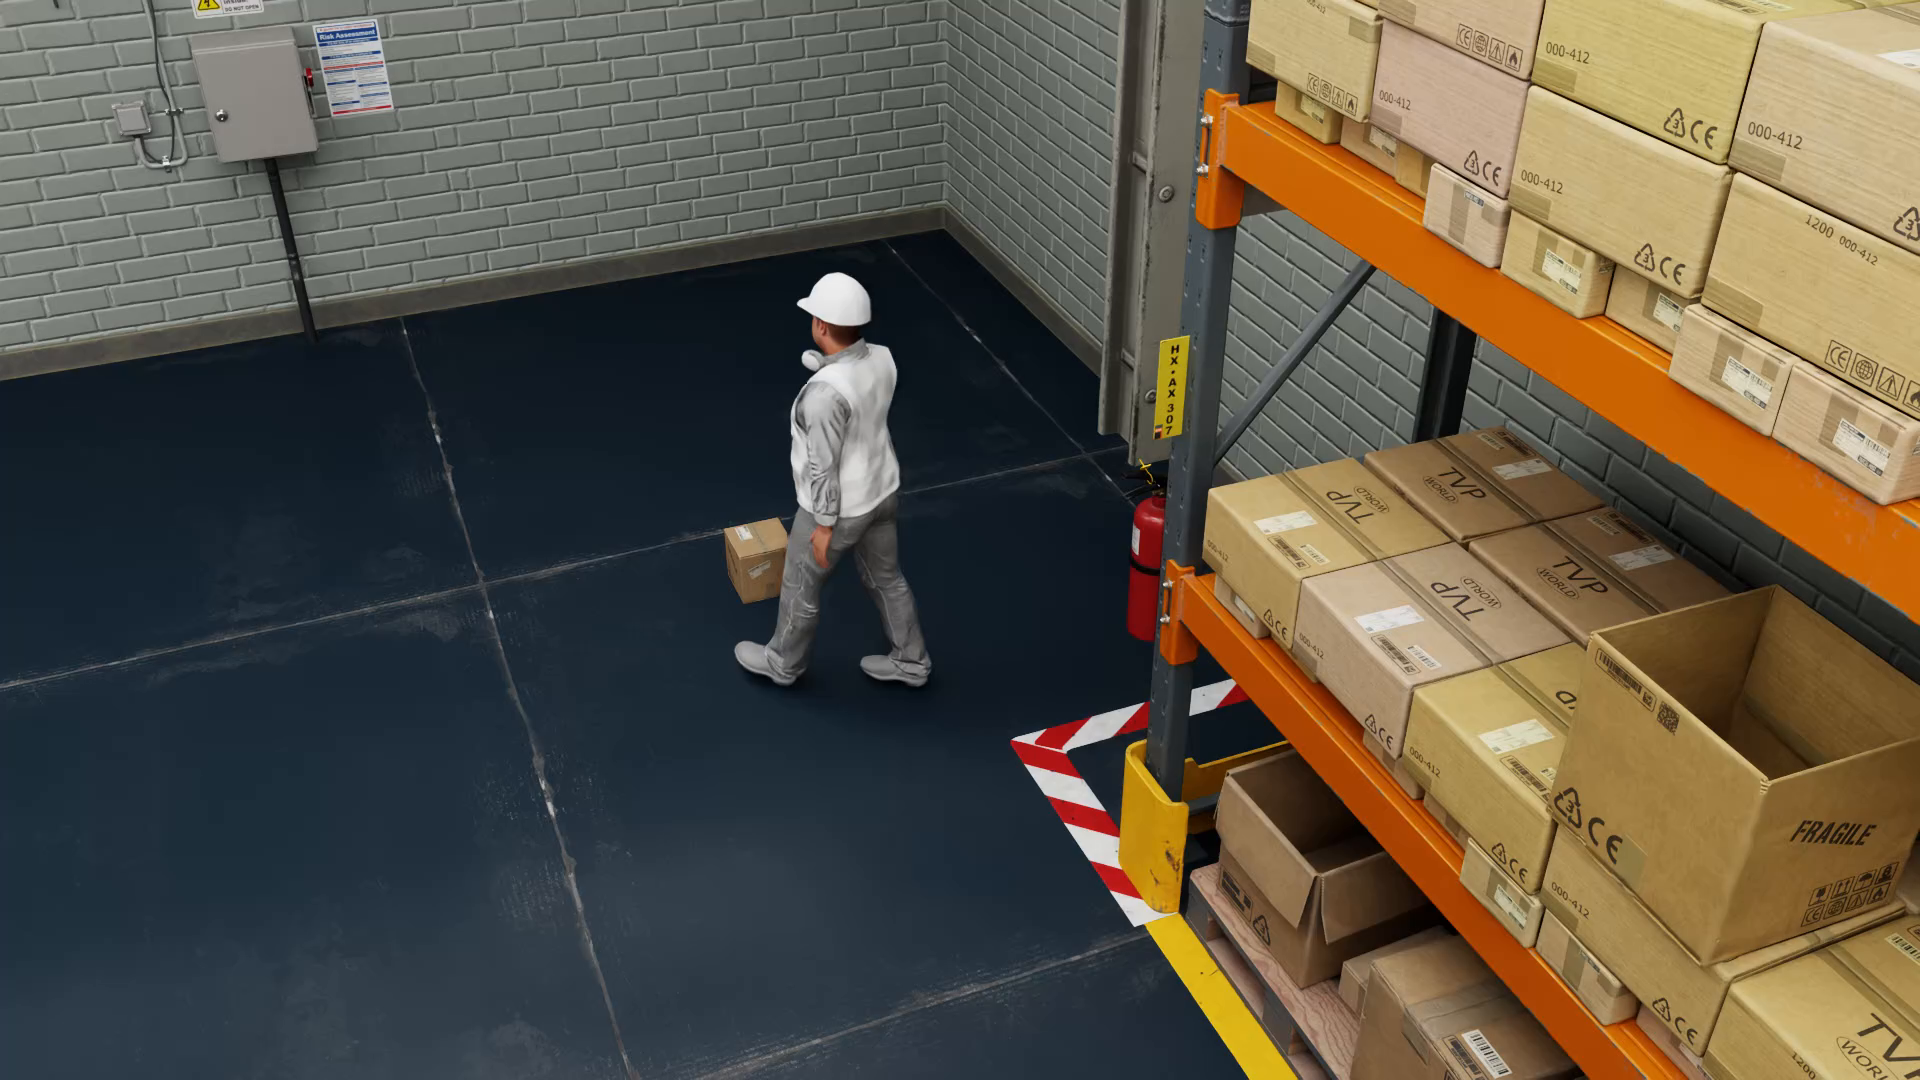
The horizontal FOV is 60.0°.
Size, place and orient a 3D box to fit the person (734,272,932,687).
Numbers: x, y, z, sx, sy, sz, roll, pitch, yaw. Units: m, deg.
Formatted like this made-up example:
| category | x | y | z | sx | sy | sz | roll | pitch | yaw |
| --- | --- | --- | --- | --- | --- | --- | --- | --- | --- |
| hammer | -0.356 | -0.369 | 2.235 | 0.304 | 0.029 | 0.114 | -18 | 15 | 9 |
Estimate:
| category | x | y | z | sx | sy | sz | roll | pitch | yaw |
| --- | --- | --- | --- | --- | --- | --- | --- | --- | --- |
| person | -0.499 | -0.198 | 6.401 | 0.788 | 1.749 | 0.567 | 18 | 37 | 25 |
